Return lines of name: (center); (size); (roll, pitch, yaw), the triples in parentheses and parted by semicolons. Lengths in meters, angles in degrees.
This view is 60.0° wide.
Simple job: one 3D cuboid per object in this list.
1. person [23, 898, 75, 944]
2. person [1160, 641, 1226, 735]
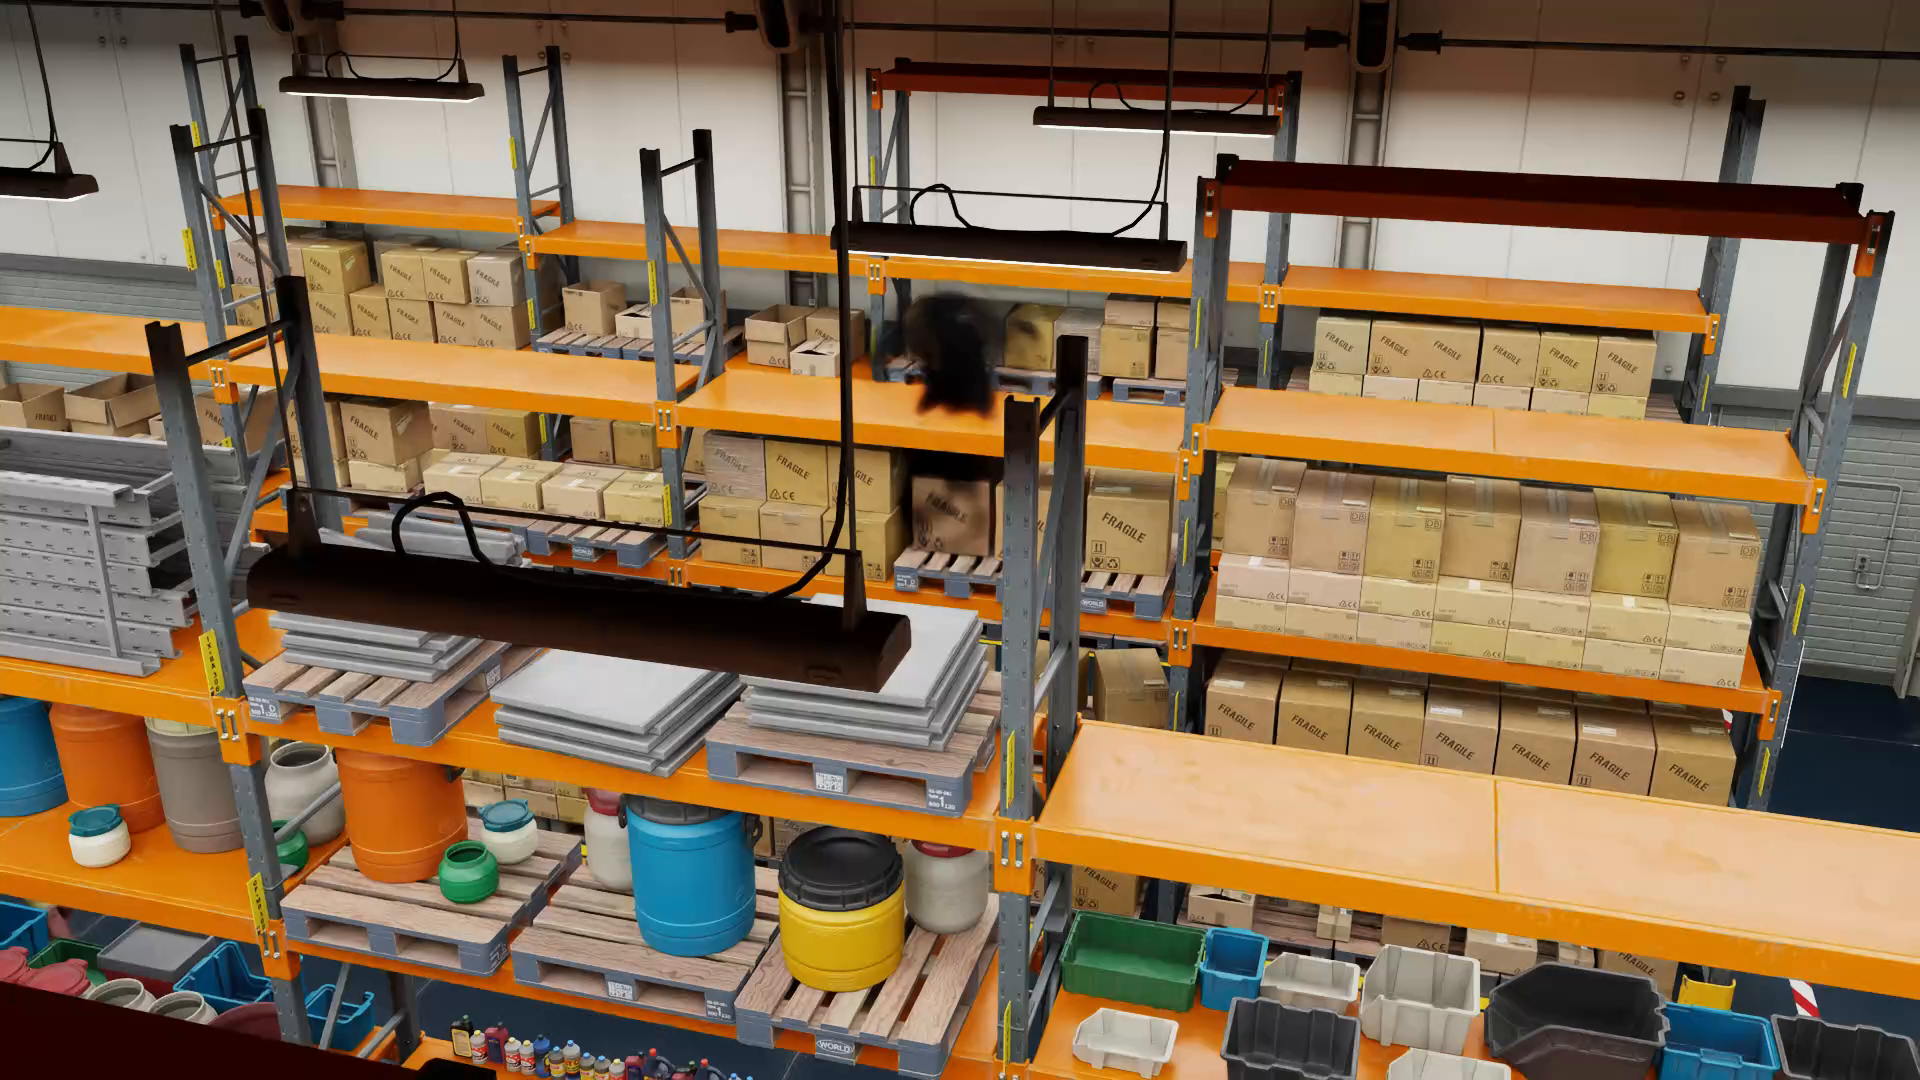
person: (-6.653, 2.714, 12.230); (1.034, 1.494, 0.596); (21, 30, 40)
person: (2.167, 1.259, 14.765); (0.837, 1.838, 0.665); (7, 24, 16)
